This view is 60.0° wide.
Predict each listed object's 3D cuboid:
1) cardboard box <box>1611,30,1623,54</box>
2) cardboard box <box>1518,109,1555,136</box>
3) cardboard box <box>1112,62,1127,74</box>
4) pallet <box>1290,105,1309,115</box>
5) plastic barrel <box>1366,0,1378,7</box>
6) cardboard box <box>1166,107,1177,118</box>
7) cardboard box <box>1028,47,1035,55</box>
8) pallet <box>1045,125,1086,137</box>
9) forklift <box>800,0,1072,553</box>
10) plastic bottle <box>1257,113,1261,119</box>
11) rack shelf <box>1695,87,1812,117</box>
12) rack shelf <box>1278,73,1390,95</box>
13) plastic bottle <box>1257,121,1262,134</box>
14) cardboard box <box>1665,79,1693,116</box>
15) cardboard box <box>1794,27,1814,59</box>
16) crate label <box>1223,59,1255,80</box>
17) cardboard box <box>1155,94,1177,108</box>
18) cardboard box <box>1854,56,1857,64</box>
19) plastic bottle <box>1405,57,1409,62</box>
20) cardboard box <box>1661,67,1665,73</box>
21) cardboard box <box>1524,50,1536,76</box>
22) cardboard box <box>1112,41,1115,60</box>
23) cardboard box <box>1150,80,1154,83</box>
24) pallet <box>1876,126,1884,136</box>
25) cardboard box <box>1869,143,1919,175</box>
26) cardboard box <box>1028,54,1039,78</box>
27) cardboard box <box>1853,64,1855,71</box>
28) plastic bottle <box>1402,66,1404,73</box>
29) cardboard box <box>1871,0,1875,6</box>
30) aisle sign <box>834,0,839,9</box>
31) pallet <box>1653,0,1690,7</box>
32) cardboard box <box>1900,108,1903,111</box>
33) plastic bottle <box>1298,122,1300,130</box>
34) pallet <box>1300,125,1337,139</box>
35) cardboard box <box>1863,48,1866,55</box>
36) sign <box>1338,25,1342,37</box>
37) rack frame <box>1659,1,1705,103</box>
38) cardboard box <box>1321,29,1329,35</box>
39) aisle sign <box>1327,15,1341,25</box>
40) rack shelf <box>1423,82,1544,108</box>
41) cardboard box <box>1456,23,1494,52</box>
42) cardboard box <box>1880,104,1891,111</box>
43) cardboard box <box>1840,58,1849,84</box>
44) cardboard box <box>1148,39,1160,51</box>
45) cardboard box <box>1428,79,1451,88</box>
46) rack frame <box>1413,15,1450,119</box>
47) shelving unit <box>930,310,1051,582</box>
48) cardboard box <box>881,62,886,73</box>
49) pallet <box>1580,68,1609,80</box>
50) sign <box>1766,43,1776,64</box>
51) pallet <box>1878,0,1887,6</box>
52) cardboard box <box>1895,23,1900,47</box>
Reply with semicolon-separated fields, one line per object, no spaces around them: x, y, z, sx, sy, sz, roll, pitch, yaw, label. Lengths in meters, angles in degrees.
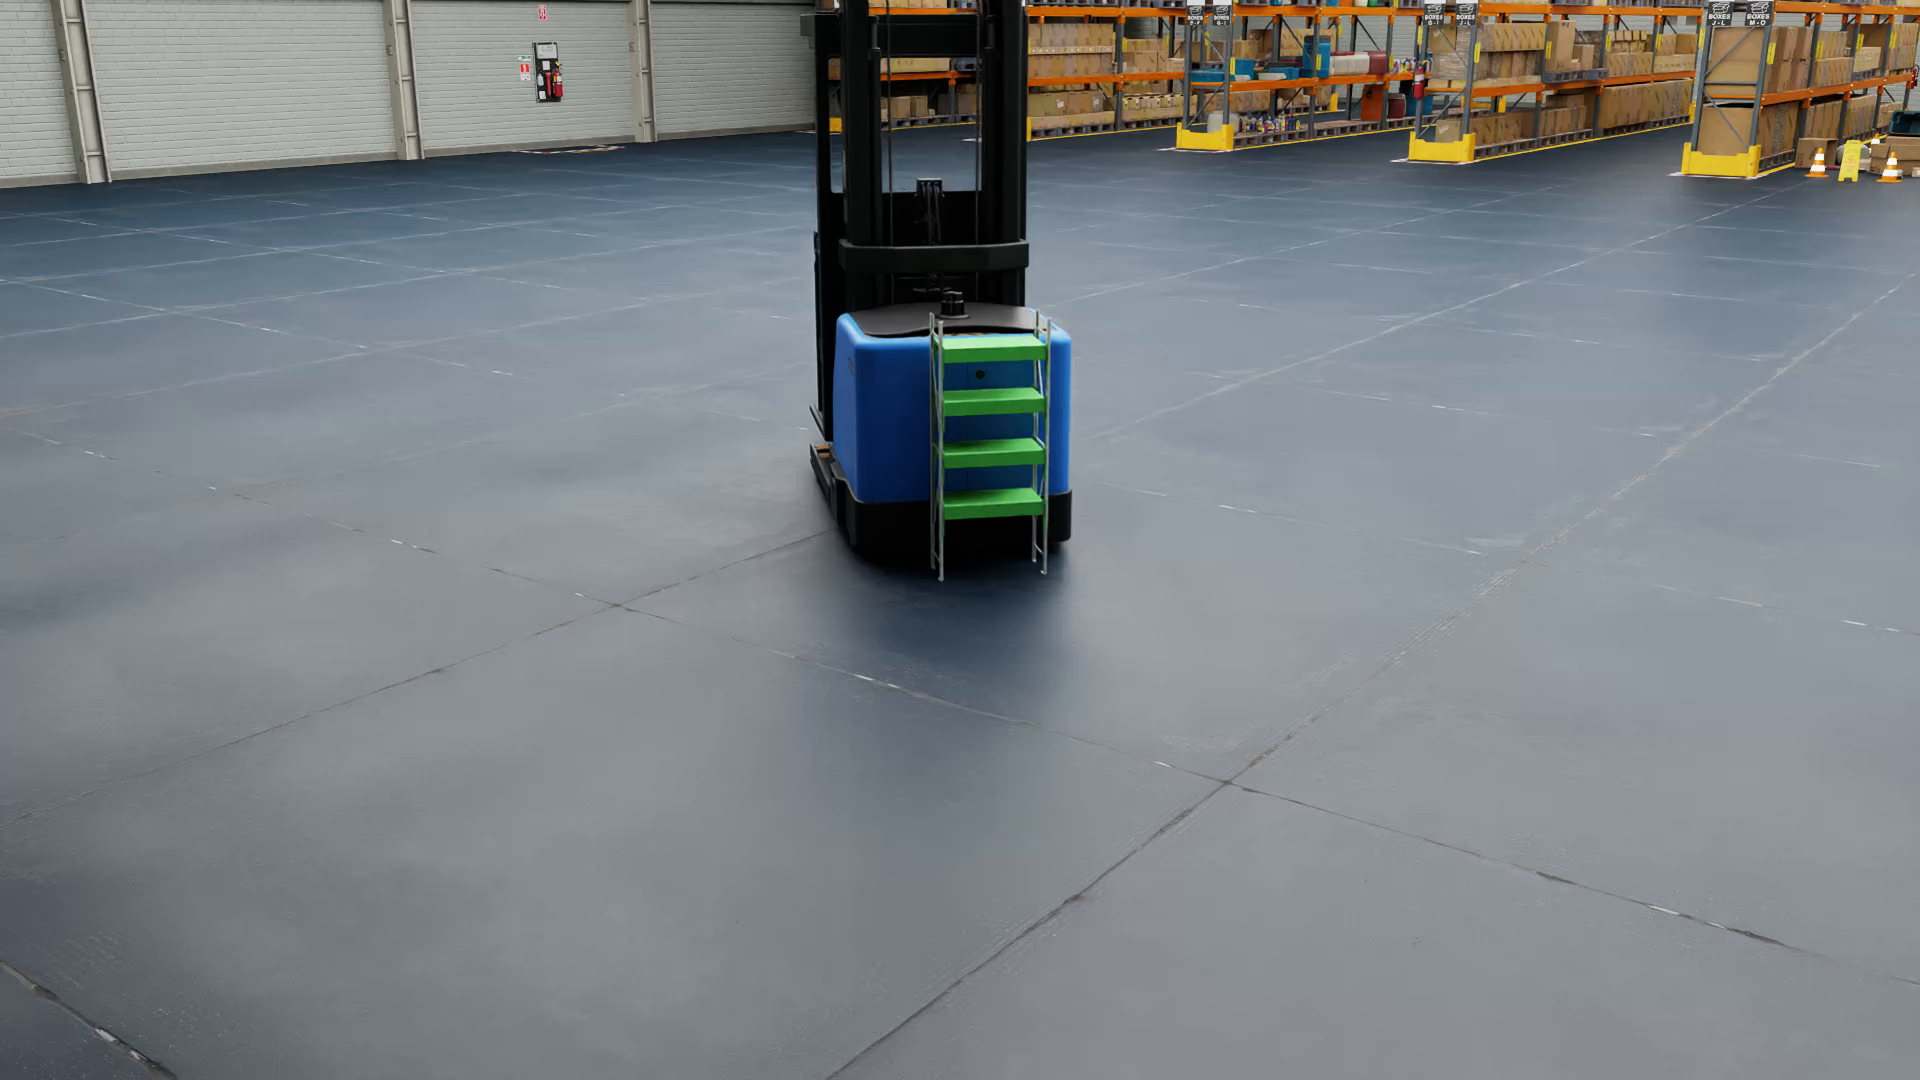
14.582;-11.308;37.738;0.797;0.503;0.637;13;21;36;cardboard box
12.042;-8.771;34.904;0.700;0.500;0.500;12;21;34;cardboard box
3.664;-11.307;39.849;0.500;0.250;0.500;14;22;38;cardboard box
9.309;-12.282;47.439;1.003;0.211;1.213;12;21;35;pallet
9.659;-12.620;39.030;0.294;0.245;0.294;0;17;0;plastic barrel
5.065;-10.683;41.514;0.500;0.250;0.500;13;21;36;cardboard box
1.429;-10.714;36.424;0.380;0.149;0.250;12;21;34;cardboard box
2.172;-9.448;38.312;1.003;0.211;1.213;12;21;35;pallet
-0.243;-1.735;8.888;1.130;2.935;3.031;-3;18;-10;forklift
6.568;-9.203;36.547;0.144;0.351;0.185;13;22;36;plastic bottle
14.091;-7.782;29.457;1.077;0.370;4.000;12;21;35;rack shelf
8.574;-10.510;38.243;1.077;0.370;4.000;12;21;35;rack shelf
6.329;-8.708;35.087;0.097;0.271;0.097;0;17;0;plastic bottle
18.193;-11.379;42.704;0.875;0.875;0.875;12;21;35;cardboard box
14.801;-8.956;29.951;0.875;0.550;0.550;12;21;35;cardboard box
5.878;-9.928;35.095;0.502;0.435;0.616;12;21;35;crate label
5.068;-10.948;41.425;0.500;0.311;0.500;12;21;34;cardboard box
18.275;-9.921;34.349;0.380;0.149;0.250;14;22;37;cardboard box
11.005;-11.715;40.993;0.144;0.351;0.185;12;21;35;plastic bottle
16.883;-11.425;40.399;0.380;0.149;0.250;13;22;36;cardboard box
11.042;-9.596;33.415;0.875;0.500;0.500;12;21;35;cardboard box
4.119;-14.078;47.816;0.500;0.500;0.500;12;21;34;cardboard box
5.702;-14.003;50.691;0.380;0.149;0.250;13;21;35;cardboard box
20.421;-9.341;37.969;1.003;0.211;1.213;12;21;35;pallet
15.948;-6.472;28.235;0.797;0.503;0.637;-1;17;-3;cardboard box
1.311;-10.457;36.692;0.700;0.500;0.500;12;21;35;cardboard box
18.255;-9.770;34.361;0.380;0.149;0.250;14;22;37;cardboard box
10.729;-11.446;40.379;0.097;0.201;0.097;0;17;0;plastic bottle
18.512;-11.244;34.167;0.500;0.500;0.500;12;21;35;cardboard box
-2.760;-12.347;38.561;0.394;0.787;0.004;12;21;35;aisle sign
17.350;-13.280;41.042;1.003;0.211;1.213;12;21;35;pallet
22.348;-10.265;39.837;0.380;0.149;0.250;12;21;33;cardboard box
7.416;-9.110;36.497;0.097;0.201;0.097;0;17;0;plastic bottle
7.819;-9.239;37.641;1.003;0.211;1.213;12;21;35;pallet
18.879;-10.308;35.092;0.380;0.149;0.250;13;22;36;cardboard box
10.990;-14.713;48.078;0.100;0.325;0.005;12;21;35;sign
18.510;-12.360;42.988;1.000;3.000;0.127;12;21;35;rack frame
10.211;-14.362;47.579;0.500;0.500;0.500;13;22;36;cardboard box
10.843;-15.315;48.120;0.394;0.787;0.004;12;21;35;aisle sign
10.168;-8.682;32.357;1.077;0.370;4.000;12;21;35;rack shelf
9.523;-9.299;30.776;0.500;0.500;0.500;12;21;35;cardboard box
21.373;-10.043;38.623;0.380;0.149;0.250;13;21;35;cardboard box
17.315;-9.329;33.058;0.500;0.500;0.500;12;21;35;cardboard box
5.393;-14.651;49.859;0.980;0.700;0.700;11;20;32;cardboard box
8.980;-8.534;31.090;0.380;0.149;0.250;12;21;35;cardboard box
12.149;-12.283;42.738;1.000;3.000;0.127;12;21;35;rack frame
0.133;-0.429;7.601;0.503;1.200;0.258;-3;18;-11;shelving unit
-2.114;-11.299;39.791;0.500;0.250;0.500;12;21;33;cardboard box
13.404;-10.175;36.273;1.213;0.211;1.003;12;21;35;pallet
13.342;-8.001;27.356;0.100;0.325;0.005;12;21;35;sign
18.981;-11.474;35.393;1.213;0.211;1.003;12;21;35;pallet
20.811;-11.365;37.427;0.500;0.500;0.500;12;21;33;cardboard box
